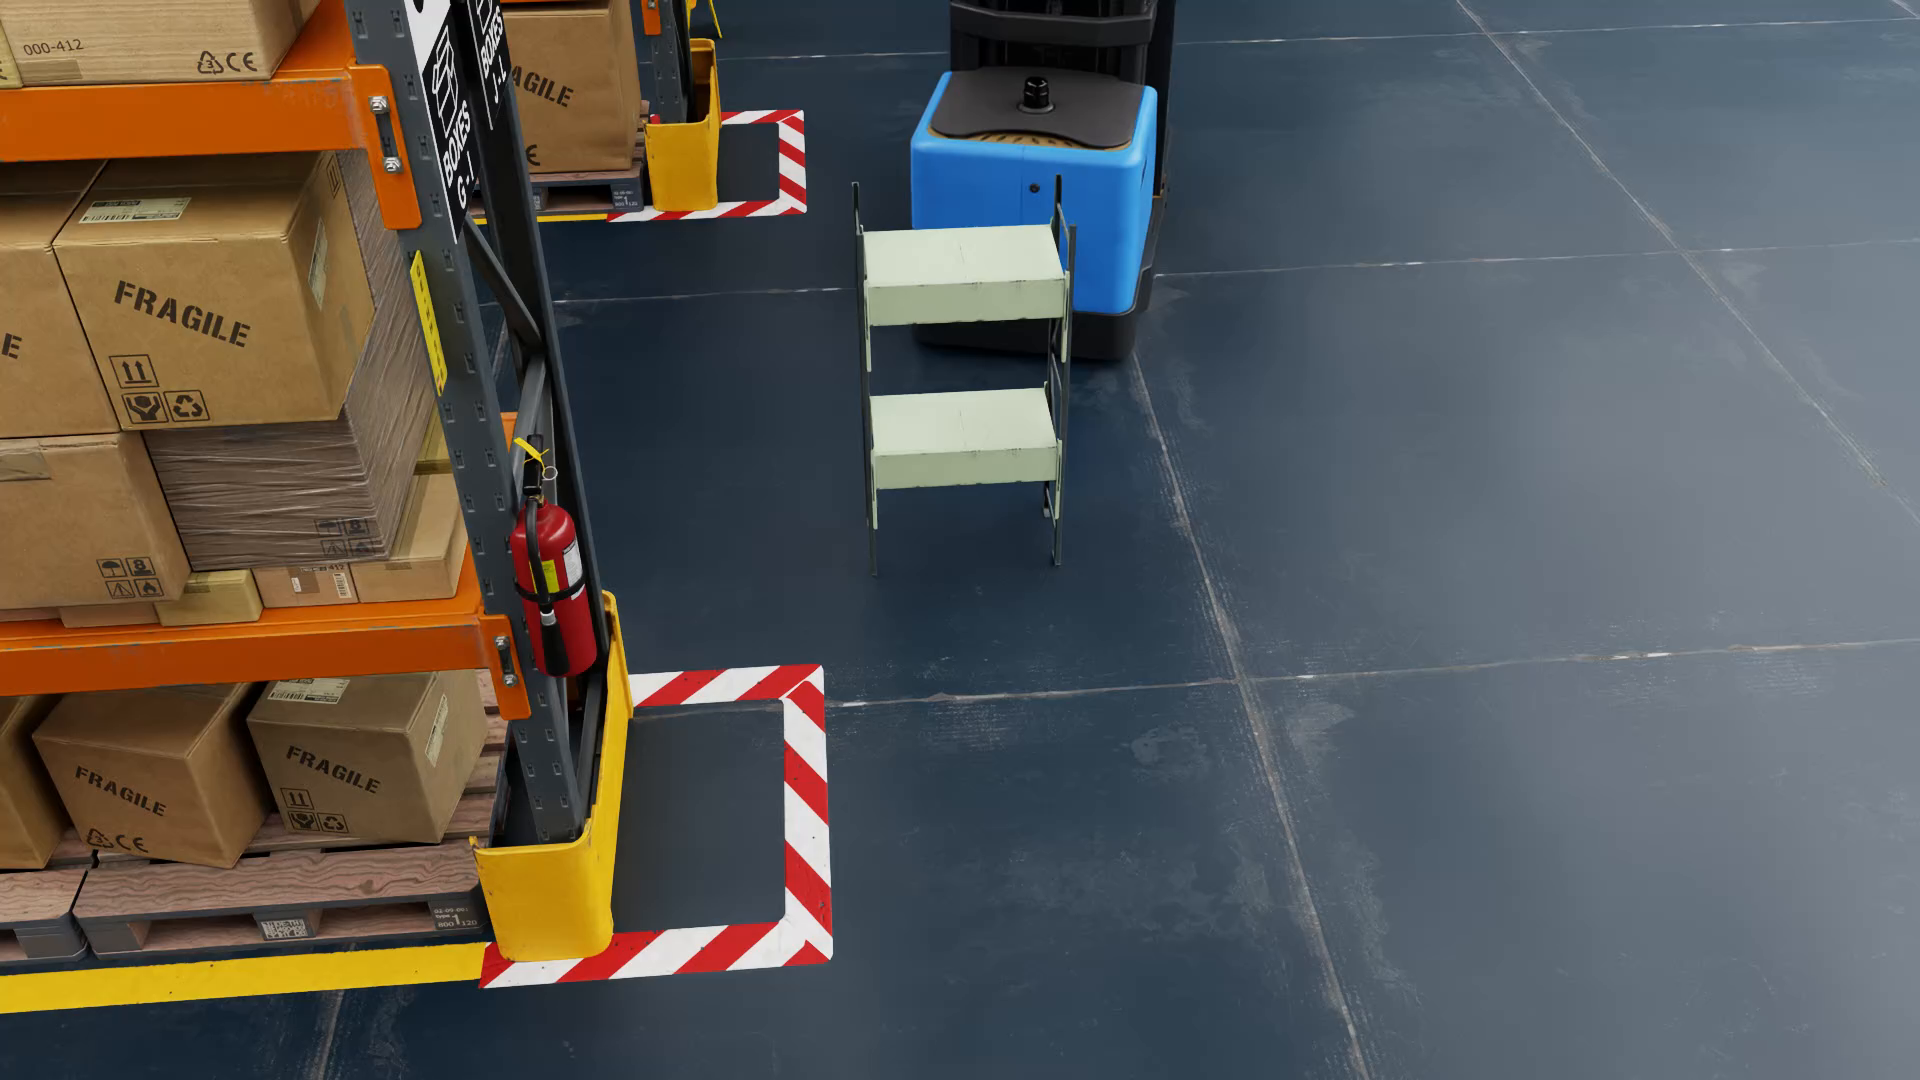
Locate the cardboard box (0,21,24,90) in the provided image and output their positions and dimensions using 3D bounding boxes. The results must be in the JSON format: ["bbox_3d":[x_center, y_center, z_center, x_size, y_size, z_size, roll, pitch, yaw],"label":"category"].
[{"bbox_3d":[-2.182,-1.158,3.495,0.500,0.250,0.500,-3,38,-4],"label":"cardboard box"}]

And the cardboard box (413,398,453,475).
[{"bbox_3d":[-1.532,-0.284,4.891,0.250,0.149,0.380,-3,38,-4],"label":"cardboard box"}]

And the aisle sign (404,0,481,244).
[{"bbox_3d":[-1.139,-1.090,3.611,0.004,0.787,0.394,-3,38,-4],"label":"aisle sign"}]

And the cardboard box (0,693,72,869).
[{"bbox_3d":[-3.068,0.666,5.164,0.500,0.500,0.500,0,38,0],"label":"cardboard box"}]

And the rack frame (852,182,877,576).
[{"bbox_3d":[-0.358,-0.569,6.260,0.023,1.500,0.400,-3,38,-4],"label":"rack frame"}]

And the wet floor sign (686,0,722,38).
[{"bbox_3d":[-1.712,-3.616,10.812,0.232,0.644,0.267,-9,39,-12],"label":"wet floor sign"}]

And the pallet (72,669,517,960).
[{"bbox_3d":[-2.115,0.870,5.476,1.213,0.211,1.003,-3,38,-4],"label":"pallet"}]

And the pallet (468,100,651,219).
[{"bbox_3d":[-2.355,-2.130,9.279,1.213,0.211,1.003,-3,38,-4],"label":"pallet"}]

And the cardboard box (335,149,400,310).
[{"bbox_3d":[-1.799,-0.938,4.389,0.500,0.500,0.500,-3,38,-4],"label":"cardboard box"}]

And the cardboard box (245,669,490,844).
[{"bbox_3d":[-1.851,0.589,5.261,0.500,0.500,0.500,4,38,4],"label":"cardboard box"}]

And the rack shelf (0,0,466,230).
[{"bbox_3d":[-3.219,-1.037,3.801,4.000,0.370,1.077,-3,38,-4],"label":"rack shelf"}]

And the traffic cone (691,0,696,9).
[{"bbox_3d":[-1.982,-3.884,11.299,0.334,0.463,0.336,-3,38,-4],"label":"traffic cone"}]

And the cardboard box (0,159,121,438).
[{"bbox_3d":[-2.251,-0.586,3.943,0.500,0.500,0.500,-3,38,-4],"label":"cardboard box"}]

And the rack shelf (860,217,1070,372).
[{"bbox_3d":[0.007,-0.896,6.044,0.720,0.370,0.431,-3,38,-4],"label":"rack shelf"}]

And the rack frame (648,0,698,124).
[{"bbox_3d":[-1.566,-3.317,8.532,0.127,3.000,1.000,-3,38,-4],"label":"rack frame"}]

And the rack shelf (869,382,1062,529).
[{"bbox_3d":[0.007,-0.333,6.488,0.720,0.370,0.431,-3,38,-4],"label":"rack shelf"}]

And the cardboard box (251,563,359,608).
[{"bbox_3d":[-1.742,0.004,4.527,0.250,0.149,0.380,-3,38,-4],"label":"cardboard box"}]

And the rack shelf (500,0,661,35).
[{"bbox_3d":[-3.558,-2.925,8.616,4.000,0.370,1.077,-3,38,-4],"label":"rack shelf"}]

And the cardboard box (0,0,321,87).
[{"bbox_3d":[-1.685,-1.187,3.532,0.500,0.250,0.500,-2,38,-3],"label":"cardboard box"}]

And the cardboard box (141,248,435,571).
[{"bbox_3d":[-1.777,-0.394,4.507,0.500,0.500,0.875,-3,38,-4],"label":"cardboard box"}]

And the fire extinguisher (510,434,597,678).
[{"bbox_3d":[-1.072,0.057,4.318,0.183,0.674,0.296,-3,38,-4],"label":"fire extinguisher"}]

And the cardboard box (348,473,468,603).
[{"bbox_3d":[-1.493,-0.010,4.543,0.250,0.149,0.380,-3,38,-4],"label":"cardboard box"}]

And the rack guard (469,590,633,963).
[{"bbox_3d":[-1.303,0.734,5.416,0.348,0.500,1.175,-3,38,-4],"label":"rack guard"}]

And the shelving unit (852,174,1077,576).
[{"bbox_3d":[0.007,-0.589,6.286,0.755,1.500,0.431,-3,38,-4],"label":"shelving unit"}]

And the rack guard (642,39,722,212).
[{"bbox_3d":[-1.542,-2.337,9.308,0.348,0.500,1.175,-3,38,-4],"label":"rack guard"}]

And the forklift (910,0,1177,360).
[{"bbox_3d":[0.539,-2.895,8.053,1.130,2.935,3.031,6,39,8],"label":"forklift"}]

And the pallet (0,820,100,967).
[{"bbox_3d":[-3.328,0.935,5.394,1.213,0.211,1.003,-3,38,-4],"label":"pallet"}]

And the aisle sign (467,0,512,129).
[{"bbox_3d":[-1.192,-1.460,4.080,0.004,0.787,0.394,-3,38,-4],"label":"aisle sign"}]

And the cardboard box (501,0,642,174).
[{"bbox_3d":[-2.235,-2.570,8.962,0.875,0.875,0.875,-3,38,-4],"label":"cardboard box"}]

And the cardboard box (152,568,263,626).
[{"bbox_3d":[-1.986,0.049,4.469,0.250,0.149,0.380,-3,38,-4],"label":"cardboard box"}]

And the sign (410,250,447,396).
[{"bbox_3d":[-1.198,-0.486,3.755,0.005,0.325,0.100,-3,38,-4],"label":"sign"}]

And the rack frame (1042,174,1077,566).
[{"bbox_3d":[0.371,-0.609,6.311,0.023,1.500,0.400,-3,38,-4],"label":"rack frame"}]

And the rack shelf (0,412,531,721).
[{"bbox_3d":[-3.219,0.141,4.731,4.000,0.370,1.077,-3,38,-4],"label":"rack shelf"}]

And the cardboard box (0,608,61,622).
[{"bbox_3d":[-2.489,0.042,4.479,0.250,0.149,0.380,-3,38,-4],"label":"cardboard box"}]

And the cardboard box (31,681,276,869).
[{"bbox_3d":[-2.443,0.643,5.192,0.500,0.500,0.500,6,39,8],"label":"cardboard box"}]

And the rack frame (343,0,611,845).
[{"bbox_3d":[-1.227,-0.251,4.647,0.127,3.000,1.000,-3,38,-4],"label":"rack frame"}]

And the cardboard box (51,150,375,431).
[{"bbox_3d":[-1.753,-0.617,3.983,0.500,0.500,0.500,-3,38,-4],"label":"cardboard box"}]

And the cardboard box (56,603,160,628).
[{"bbox_3d":[-2.237,0.053,4.464,0.250,0.149,0.380,-3,38,-4],"label":"cardboard box"}]

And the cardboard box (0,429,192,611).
[{"bbox_3d":[-2.265,-0.293,4.378,0.500,0.500,0.875,-3,38,-4],"label":"cardboard box"}]
